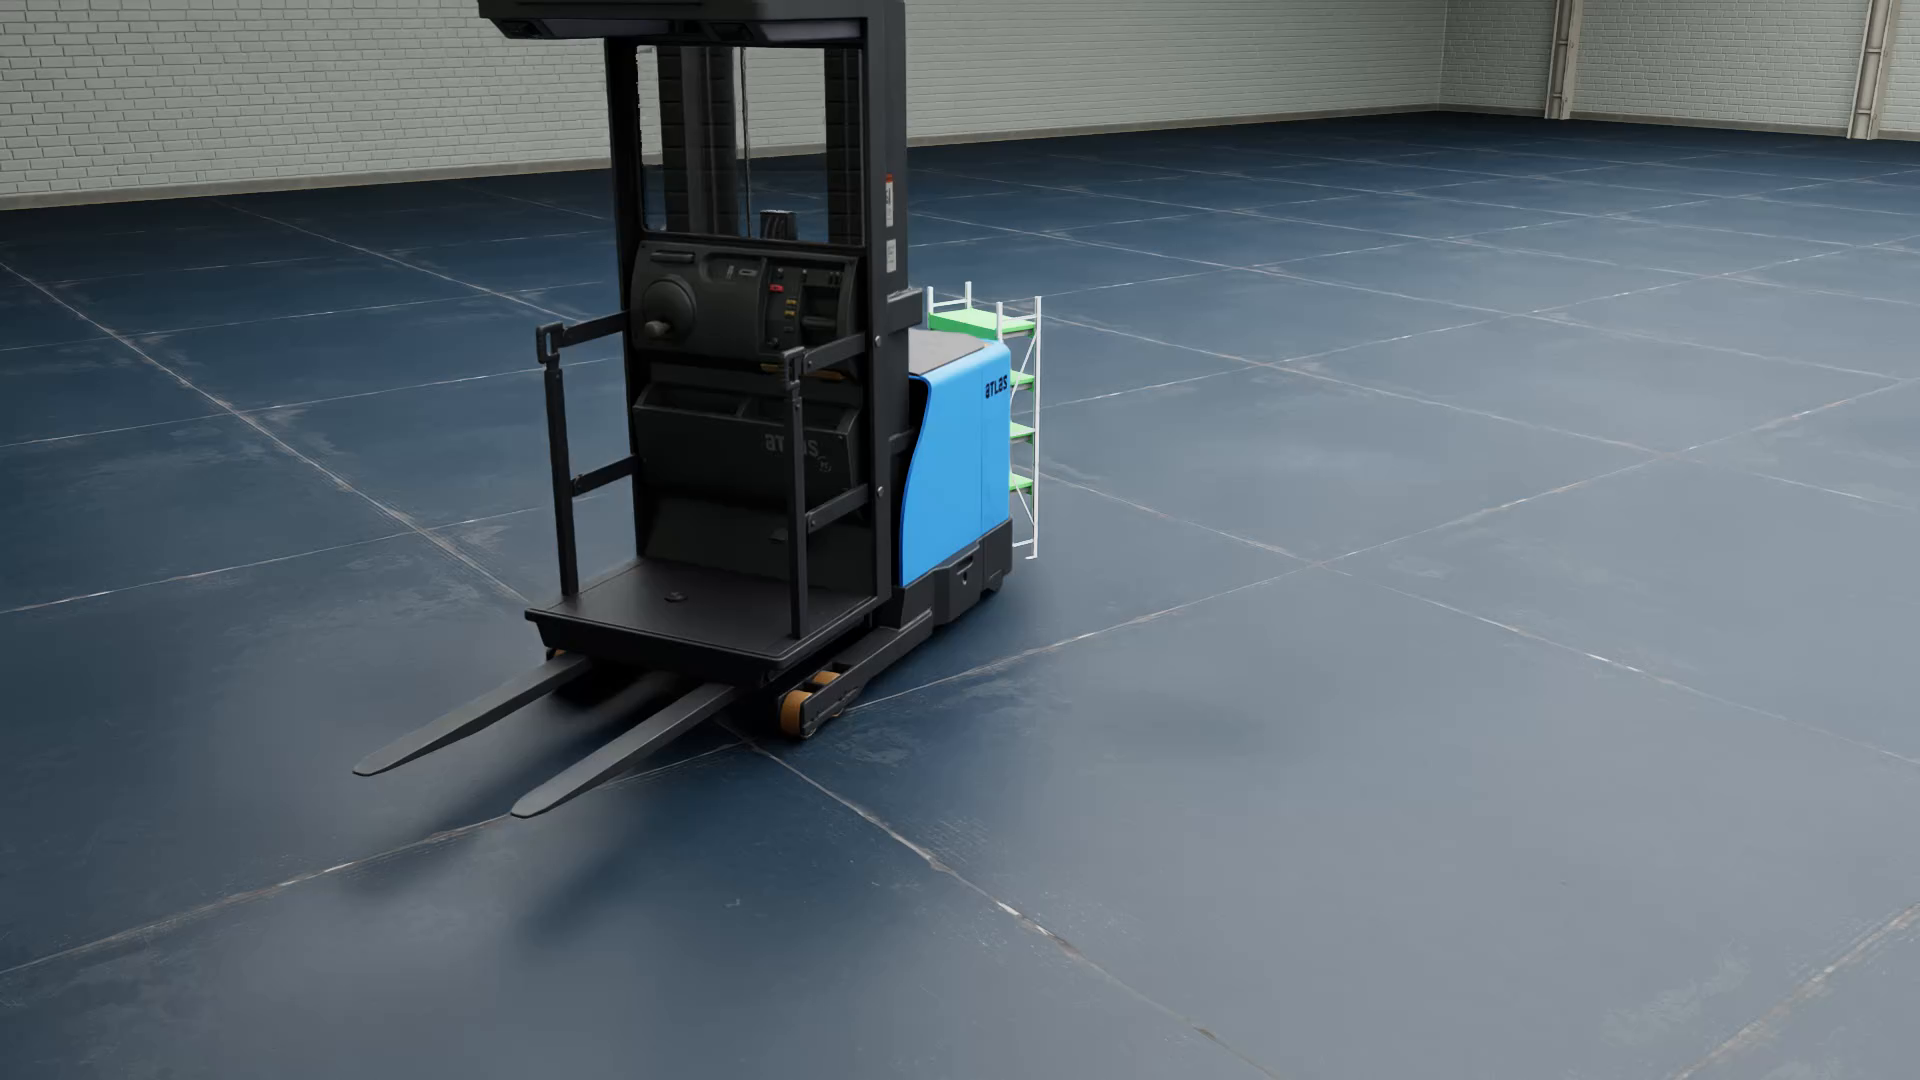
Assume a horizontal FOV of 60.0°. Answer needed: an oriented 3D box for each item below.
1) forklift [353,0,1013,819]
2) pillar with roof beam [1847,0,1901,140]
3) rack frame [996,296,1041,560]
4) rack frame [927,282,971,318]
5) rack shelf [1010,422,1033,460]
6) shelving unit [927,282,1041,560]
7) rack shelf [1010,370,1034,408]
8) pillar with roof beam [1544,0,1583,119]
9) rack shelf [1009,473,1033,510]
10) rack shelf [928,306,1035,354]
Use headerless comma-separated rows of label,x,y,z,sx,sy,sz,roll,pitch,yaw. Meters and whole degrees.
forklift,-0.875,-0.859,5.795,1.130,2.935,3.031,9,20,25
pillar with roof beam,12.395,-10.454,25.117,9.100,9.000,0.400,-14,23,-36
rack frame,0.254,-0.469,7.369,0.240,1.200,0.015,-14,23,-36
rack frame,-0.049,-0.589,7.732,0.240,1.200,0.015,-14,23,-36
rack shelf,0.103,-0.468,7.571,0.258,0.148,0.480,-14,23,-36
shelving unit,0.103,-0.529,7.551,0.258,1.200,0.503,-14,23,-36
rack shelf,0.103,-0.696,7.495,0.258,0.148,0.480,-14,23,-36
pillar with roof beam,8.670,-11.932,29.582,9.100,9.000,0.400,-14,23,-36
rack shelf,0.103,-0.240,7.646,0.258,0.148,0.480,-14,23,-36
rack shelf,0.103,-0.924,7.420,0.258,0.148,0.480,-14,23,-36
